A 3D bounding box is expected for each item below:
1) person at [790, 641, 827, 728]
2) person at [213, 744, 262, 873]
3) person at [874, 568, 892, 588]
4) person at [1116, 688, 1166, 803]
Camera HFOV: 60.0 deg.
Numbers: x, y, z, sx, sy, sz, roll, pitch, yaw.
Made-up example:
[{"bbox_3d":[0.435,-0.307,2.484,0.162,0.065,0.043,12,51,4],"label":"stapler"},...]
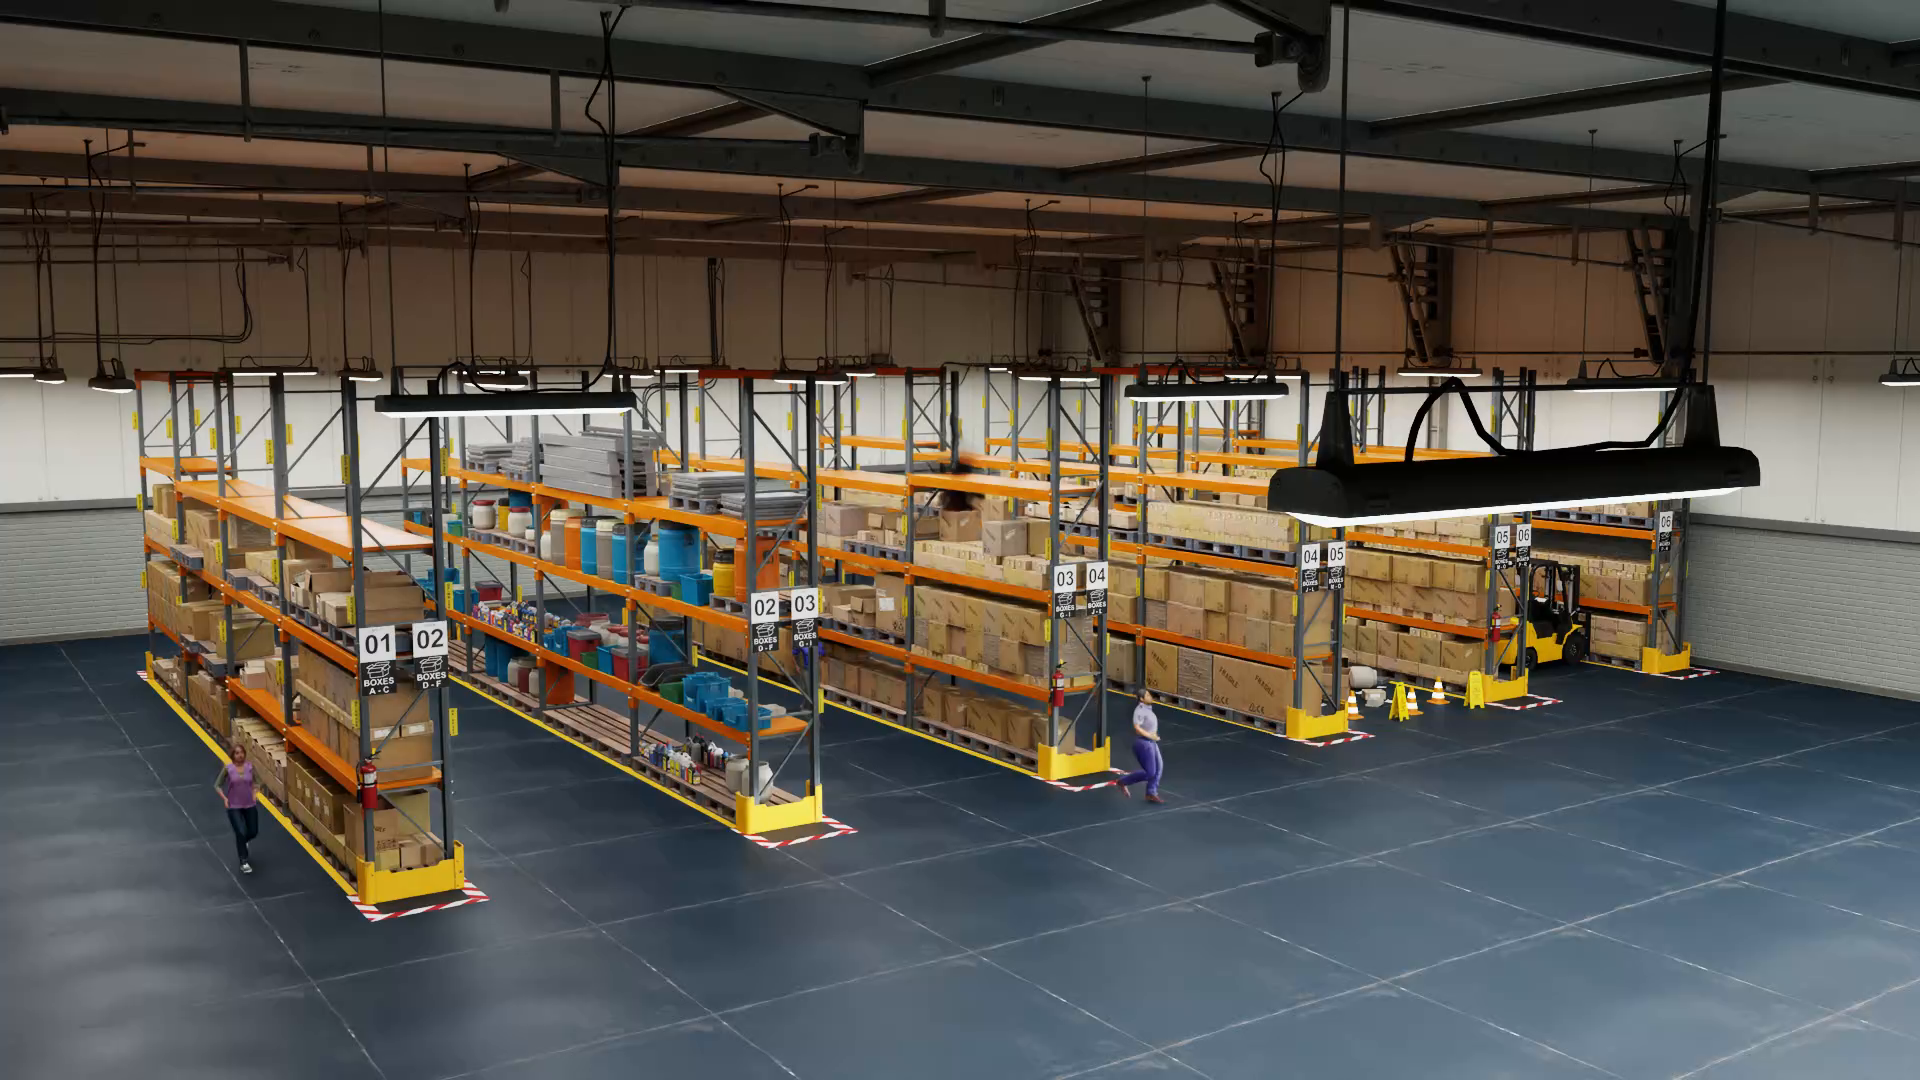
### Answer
[{"bbox_3d":[-2.534,2.297,28.281,0.570,1.658,0.929,-4,8,-35],"label":"person"},{"bbox_3d":[-8.838,3.262,20.393,0.541,1.552,0.666,-5,8,-36],"label":"person"},{"bbox_3d":[-1.621,1.385,36.030,0.651,1.837,0.965,-4,8,-34],"label":"person"},{"bbox_3d":[2.563,2.901,23.436,0.683,1.635,0.618,1,7,12],"label":"person"}]
